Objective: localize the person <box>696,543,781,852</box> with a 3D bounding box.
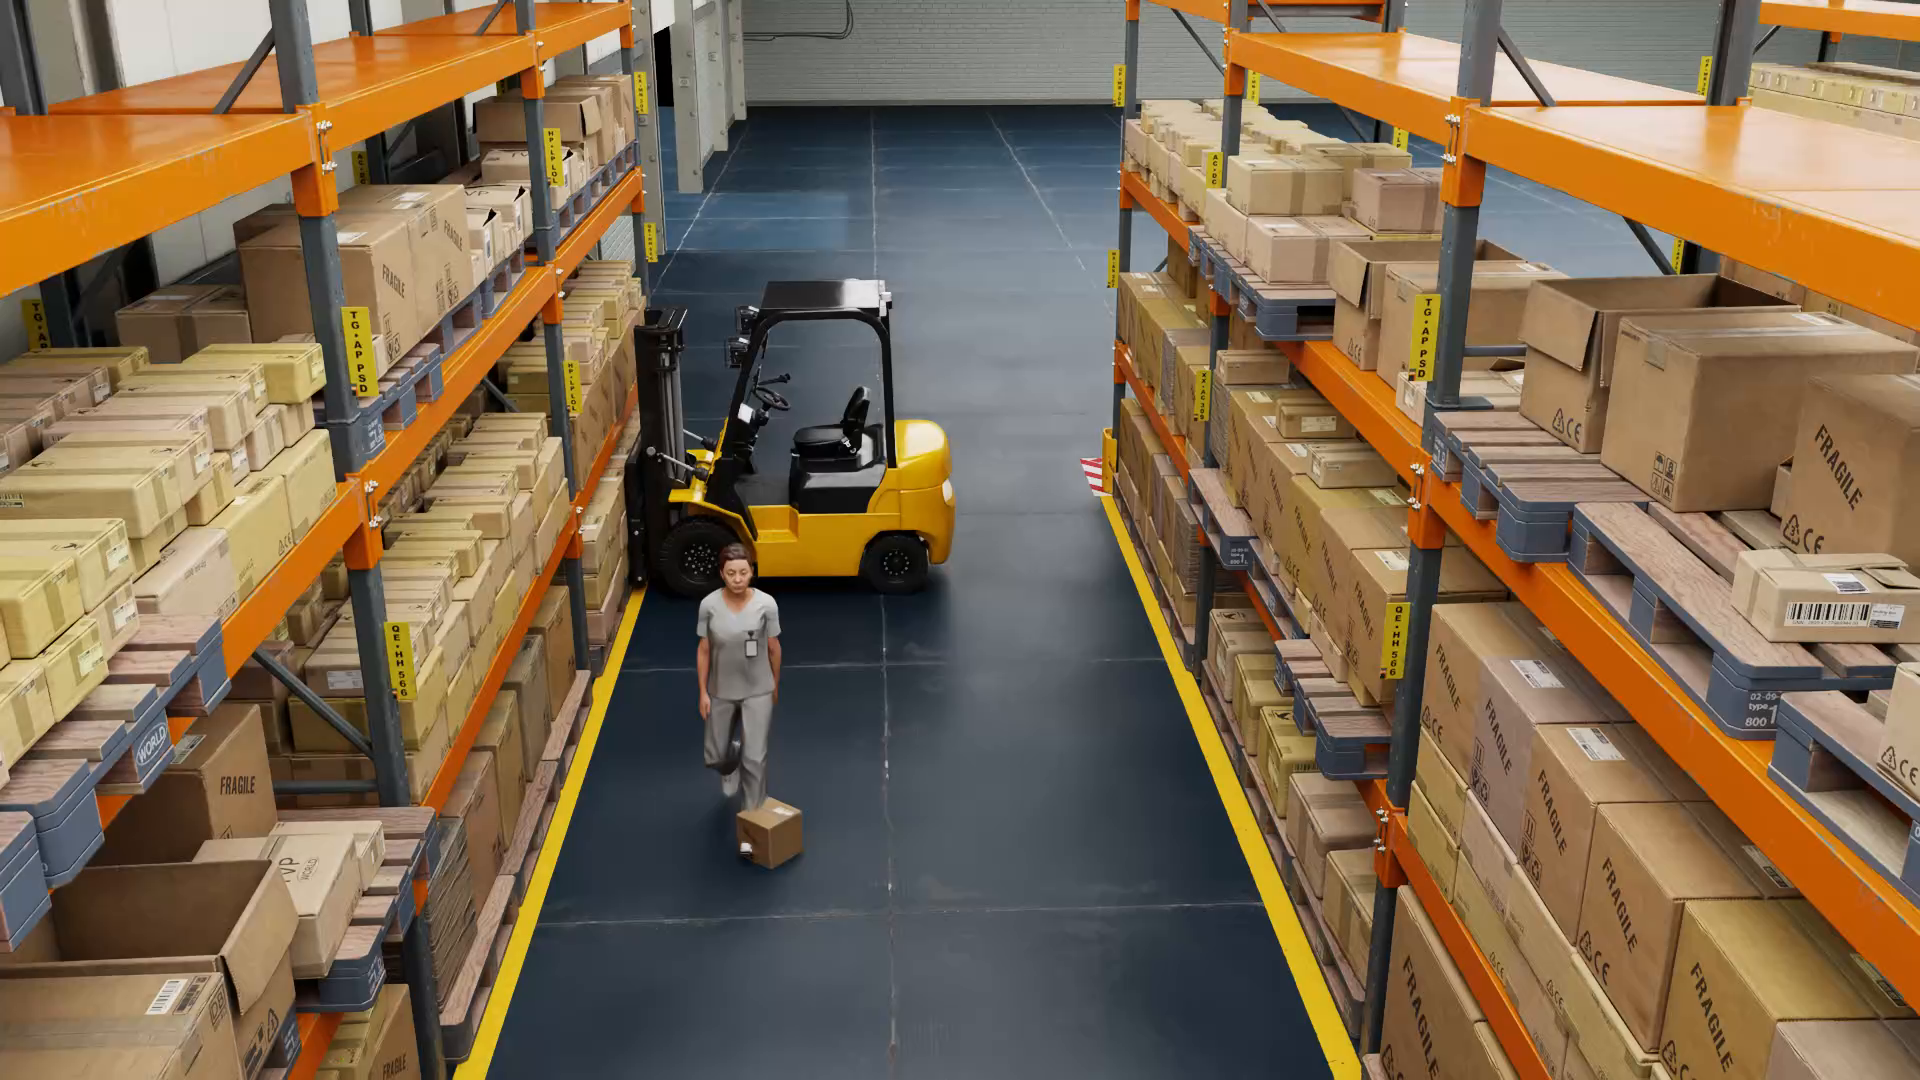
[{"bbox_3d":[-1.171,0.795,8.911,0.445,1.649,0.743,0,20,-1],"label":"person"}]
